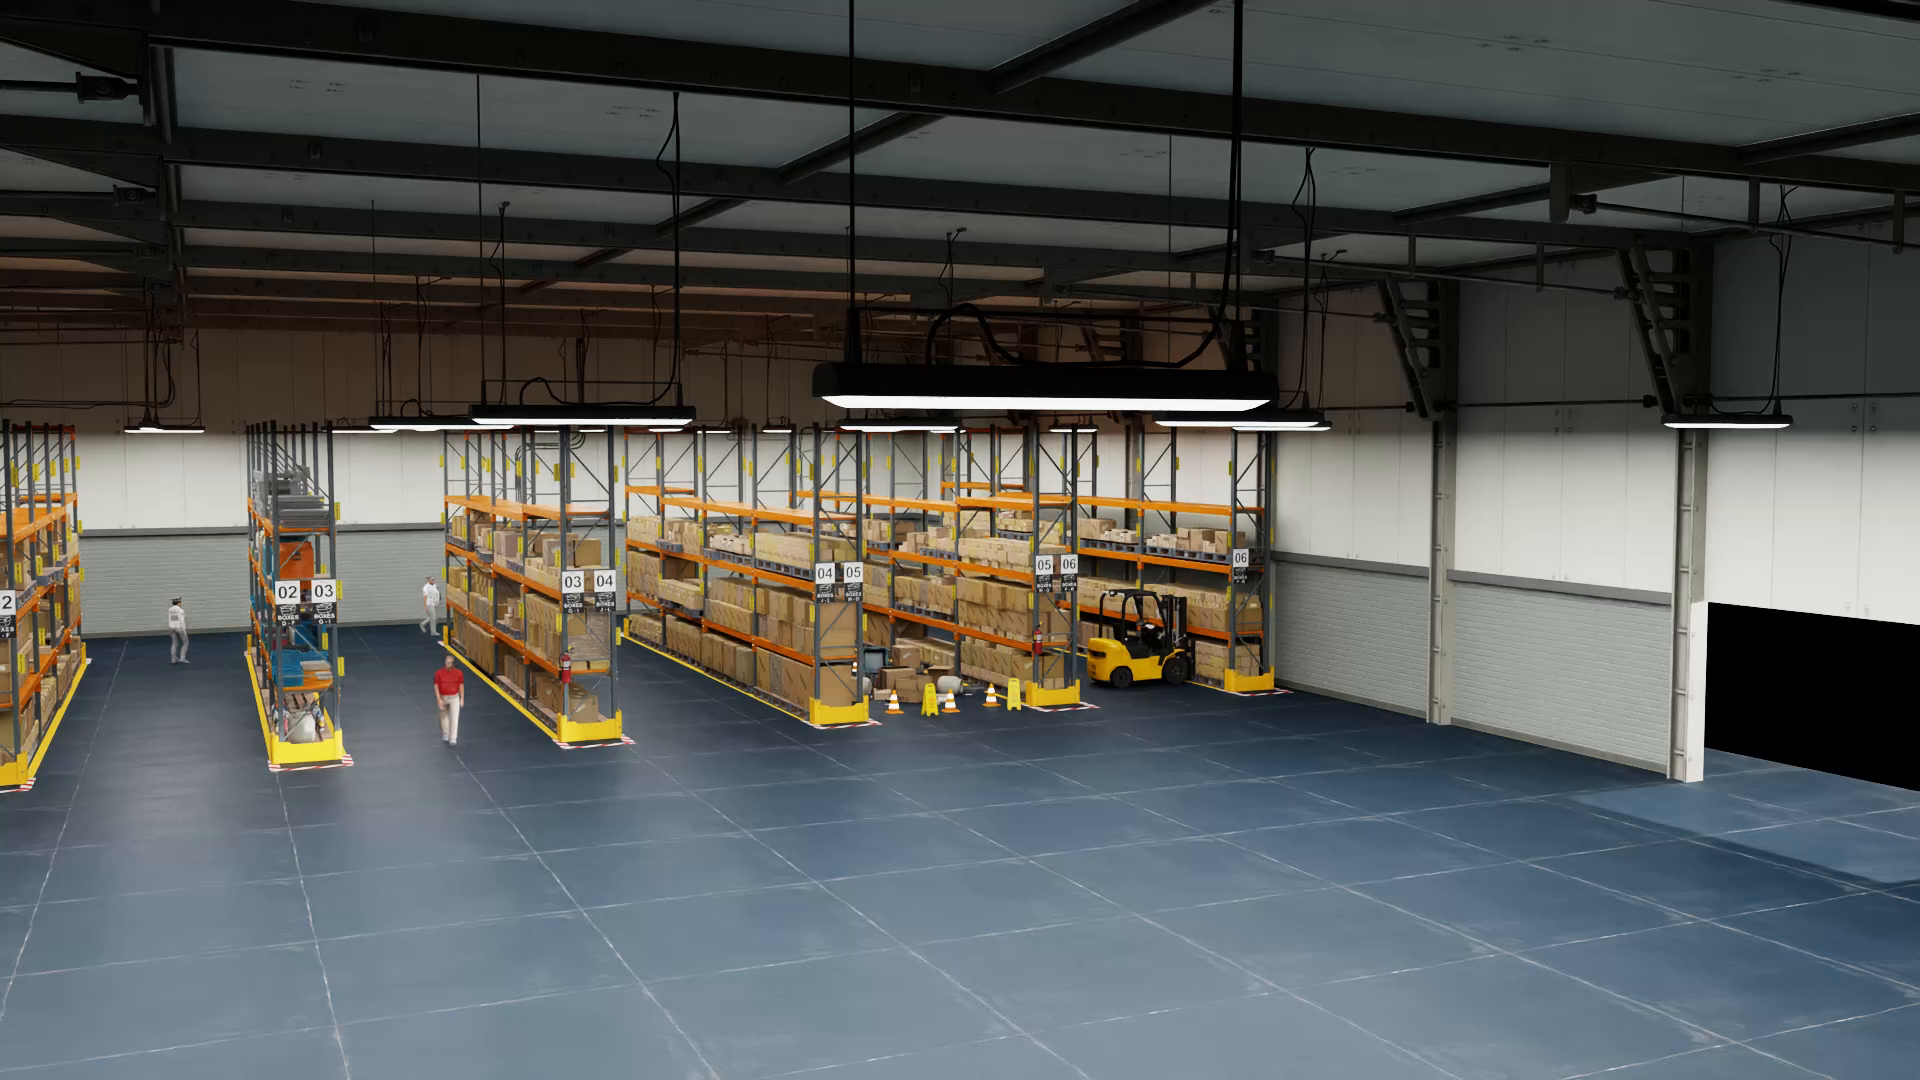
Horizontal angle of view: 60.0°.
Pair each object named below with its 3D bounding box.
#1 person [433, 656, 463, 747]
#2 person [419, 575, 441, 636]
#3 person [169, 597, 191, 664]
[{"bbox_3d":[-9.472,2.968,30.786,0.529,1.644,1.139,-1,4,-15],"label":"person"},{"bbox_3d":[-15.197,1.855,47.651,0.774,1.740,0.545,1,4,14],"label":"person"},{"bbox_3d":[-19.707,2.286,41.876,0.557,1.706,0.363,1,4,21],"label":"person"}]
